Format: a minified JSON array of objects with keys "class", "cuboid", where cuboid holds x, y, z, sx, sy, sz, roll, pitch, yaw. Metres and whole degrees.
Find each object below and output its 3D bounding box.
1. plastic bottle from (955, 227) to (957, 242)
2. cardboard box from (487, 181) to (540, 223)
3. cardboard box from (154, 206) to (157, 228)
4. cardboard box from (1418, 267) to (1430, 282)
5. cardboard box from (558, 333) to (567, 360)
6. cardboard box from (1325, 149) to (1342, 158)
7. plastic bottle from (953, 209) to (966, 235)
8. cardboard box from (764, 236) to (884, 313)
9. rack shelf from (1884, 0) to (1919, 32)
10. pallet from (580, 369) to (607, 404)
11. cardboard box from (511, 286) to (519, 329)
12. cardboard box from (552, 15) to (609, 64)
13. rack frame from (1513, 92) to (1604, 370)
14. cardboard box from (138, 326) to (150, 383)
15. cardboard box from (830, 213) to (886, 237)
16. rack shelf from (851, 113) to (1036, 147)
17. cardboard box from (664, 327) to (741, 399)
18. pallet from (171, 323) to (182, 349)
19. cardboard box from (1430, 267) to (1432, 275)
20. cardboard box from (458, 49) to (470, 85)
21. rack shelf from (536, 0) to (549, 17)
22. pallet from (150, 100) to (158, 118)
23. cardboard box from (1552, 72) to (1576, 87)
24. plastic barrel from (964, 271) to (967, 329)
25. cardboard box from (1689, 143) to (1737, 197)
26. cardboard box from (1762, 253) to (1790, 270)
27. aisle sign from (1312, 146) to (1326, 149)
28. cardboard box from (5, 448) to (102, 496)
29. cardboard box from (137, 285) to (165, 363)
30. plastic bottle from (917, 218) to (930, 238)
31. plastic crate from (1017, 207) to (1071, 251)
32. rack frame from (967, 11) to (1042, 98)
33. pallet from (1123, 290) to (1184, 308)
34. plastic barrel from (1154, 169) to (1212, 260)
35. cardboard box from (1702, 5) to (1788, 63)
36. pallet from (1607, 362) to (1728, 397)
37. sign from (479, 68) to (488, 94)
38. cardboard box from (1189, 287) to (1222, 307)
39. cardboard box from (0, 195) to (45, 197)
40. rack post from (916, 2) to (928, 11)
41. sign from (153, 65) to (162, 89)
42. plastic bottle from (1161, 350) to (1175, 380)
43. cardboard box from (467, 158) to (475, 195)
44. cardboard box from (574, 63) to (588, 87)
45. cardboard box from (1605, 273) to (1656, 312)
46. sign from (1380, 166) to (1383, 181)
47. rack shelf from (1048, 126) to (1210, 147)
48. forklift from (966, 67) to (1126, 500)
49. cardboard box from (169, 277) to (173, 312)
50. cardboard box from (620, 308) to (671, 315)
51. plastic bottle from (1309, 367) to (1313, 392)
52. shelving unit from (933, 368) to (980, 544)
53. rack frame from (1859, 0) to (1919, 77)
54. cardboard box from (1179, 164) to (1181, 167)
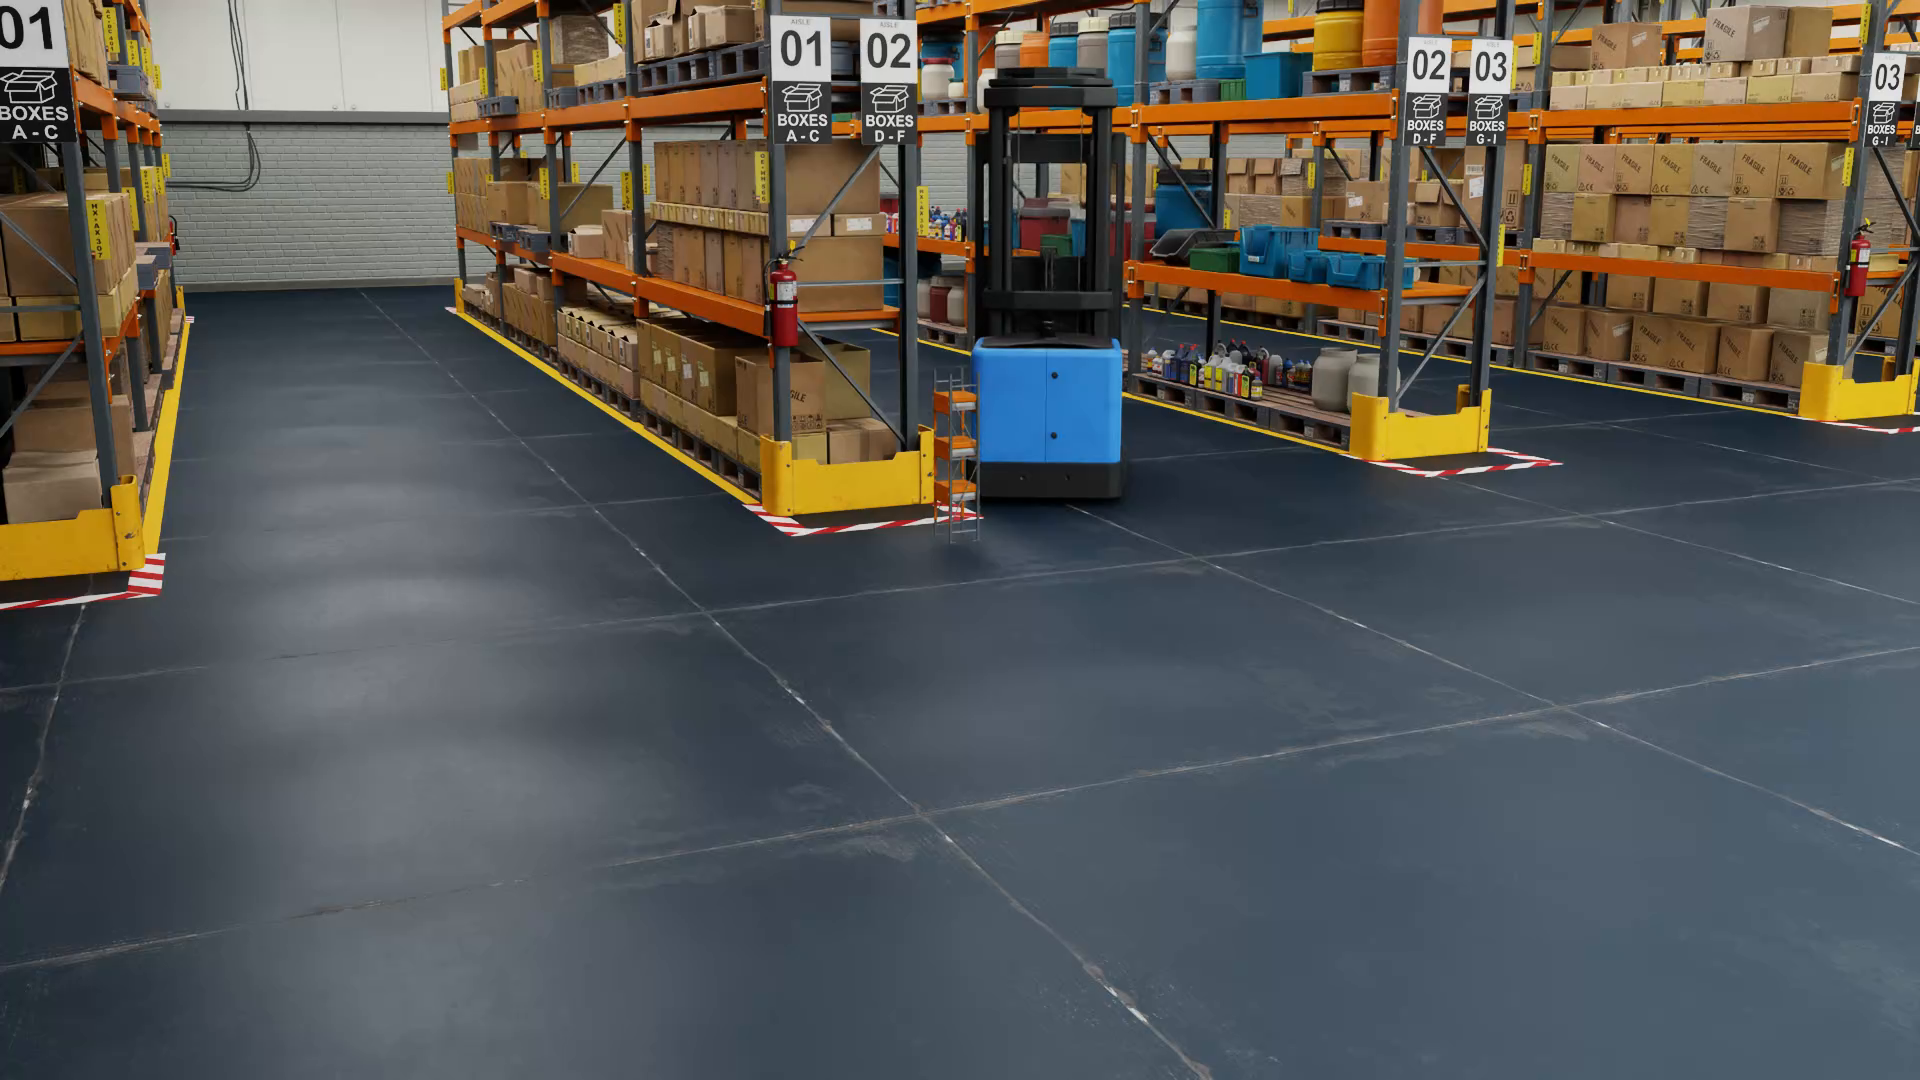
[{"class":"plastic bottle","cuboid":[-0.016,-3.781,20.493,0.097,0.201,0.097,0,13,0]},{"class":"cardboard box","cuboid":[-5.591,-4.322,21.238,0.700,0.500,0.500,-12,18,-42]},{"class":"cardboard box","cuboid":[-9.290,-3.660,18.606,0.500,0.500,0.500,-6,14,-23]},{"class":"cardboard box","cuboid":[5.623,-3.372,21.191,0.500,0.250,0.500,-4,14,-17]},{"class":"cardboard box","cuboid":[-4.033,-2.090,17.917,0.500,0.250,0.500,-6,14,-23]},{"class":"cardboard box","cuboid":[6.818,-6.685,29.503,0.500,0.500,0.500,-6,14,-24]},{"class":"plastic bottle","cuboid":[-0.012,-4.180,21.886,0.144,0.351,0.185,-6,14,-23]},{"class":"cardboard box","cuboid":[-0.944,-1.854,11.505,0.700,0.500,0.500,-6,14,-23]},{"class":"rack shelf","cuboid":[12.093,-5.819,18.038,1.077,0.370,4.000,-6,14,-23]},{"class":"pallet","cuboid":[-3.195,-1.576,16.713,1.003,0.211,1.213,-6,14,-23]},{"class":"cardboard box","cuboid":[-5.381,-2.952,21.040,0.500,0.500,0.500,-5,14,-22]},{"class":"cardboard box","cuboid":[-4.142,-5.448,18.166,0.500,0.500,0.500,-6,14,-23]},{"class":"rack frame","cuboid":[6.707,-3.428,18.528,1.000,3.000,0.127,-6,14,-23]},{"class":"cardboard box","cuboid":[-8.175,-1.765,15.909,0.700,0.500,0.500,-5,14,-22]},{"class":"cardboard box","cuboid":[-0.729,-2.173,11.445,0.380,0.149,0.250,-6,14,-23]},{"class":"rack shelf","cuboid":[-0.234,-5.331,21.694,1.077,0.370,4.000,-6,14,-23]},{"class":"cardboard box","cuboid":[-2.071,-1.433,13.415,0.500,0.500,0.500,-6,14,-23]},{"class":"pallet","cuboid":[-10.346,-2.544,20.894,1.003,0.211,1.213,-6,14,-23]},{"class":"cardboard box","cuboid":[8.052,-4.616,28.395,0.380,0.149,0.250,-6,14,-23]},{"class":"cardboard box","cuboid":[-6.834,-6.795,23.984,0.700,0.500,0.500,-6,14,-23]},{"class":"rack shelf","cuboid":[-3.172,-5.324,15.900,1.077,0.370,4.000,-6,14,-23]},{"class":"pallet","cuboid":[-11.409,-5.831,22.454,1.003,0.211,1.213,-6,14,-23]},{"class":"cardboard box","cuboid":[6.555,-4.915,17.751,0.380,0.149,0.250,-6,14,-25]},{"class":"plastic barrel","cuboid":[0.355,-3.054,20.793,0.600,0.830,0.708,-6,14,-23]},{"class":"cardboard box","cuboid":[7.459,-3.580,16.086,0.500,0.500,0.500,-6,14,-23]},{"class":"cardboard box","cuboid":[7.759,-2.618,15.586,0.380,0.149,0.250,-6,14,-23]},{"class":"aisle sign","cuboid":[6.731,-7.643,30.975,0.394,0.787,0.004,-6,14,-23]},{"class":"cardboard box","cuboid":[-5.729,-0.432,10.573,0.500,0.311,0.500,-4,14,-18]},{"class":"cardboard box","cuboid":[-8.685,-2.233,17.202,0.750,0.750,0.750,-6,14,-24]},{"class":"plastic bottle","cuboid":[-0.470,-4.101,21.545,0.144,0.351,0.185,-6,14,-23]},{"class":"plastic crate","cuboid":[0.934,-3.477,18.597,0.402,0.464,0.583,-6,14,-23]},{"class":"rack frame","cuboid":[0.567,-6.730,19.489,1.000,3.000,0.127,-6,14,-23]},{"class":"pallet","cuboid":[3.270,-3.886,26.693,1.003,0.211,1.213,-6,14,-23]},{"class":"plastic barrel","cuboid":[2.292,-3.332,17.002,0.600,0.901,0.708,-6,14,-23]},{"class":"cardboard box","cuboid":[7.457,-4.797,15.803,0.500,0.500,0.500,-6,14,-23]},{"class":"pallet","cuboid":[7.501,-1.681,17.166,1.003,0.211,1.213,-6,14,-23]},{"class":"sign","cuboid":[-6.070,-5.849,21.192,0.100,0.325,0.005,-6,14,-23]},{"class":"cardboard box","cuboid":[4.136,-3.935,24.501,1.225,0.875,0.875,-6,14,-25]},{"class":"cardboard box","cuboid":[-6.708,-2.164,11.695,0.500,0.500,0.500,-6,14,-23]},{"class":"rack post","cuboid":[-0.108,-6.906,21.359,0.937,0.300,0.954,-4,14,-17]},{"class":"sign","cuboid":[-11.213,-6.465,23.211,0.100,0.325,0.005,-6,14,-23]},{"class":"plastic bottle","cuboid":[2.050,-1.698,16.119,0.152,0.276,0.135,-5,14,-21]},{"class":"cardboard box","cuboid":[-6.625,-5.117,23.389,0.500,0.500,0.500,-6,14,-23]},{"class":"cardboard box","cuboid":[-3.740,-4.864,17.484,0.500,0.250,0.500,-7,15,-27]},{"class":"cardboard box","cuboid":[9.852,-3.656,23.572,1.050,0.750,0.750,-6,14,-24]},{"class":"sign","cuboid":[5.598,-4.831,22.197,0.100,0.325,0.005,-6,14,-23]},{"class":"rack shelf","cuboid":[2.701,-6.605,27.198,1.077,0.370,4.000,-6,14,-23]},{"class":"forklift","cuboid":[0.667,-1.986,12.451,1.130,2.935,3.031,1,13,3]},{"class":"cardboard box","cuboid":[-11.343,-3.416,23.090,0.700,0.500,0.500,-6,14,-23]},{"class":"cardboard box","cuboid":[-3.324,-2.306,17.603,0.500,0.311,0.500,-6,14,-24]},{"class":"plastic bottle","cuboid":[3.257,-1.496,15.230,0.061,0.283,0.133,-5,14,-22]},{"class":"shelving unit","cuboid":[-0.021,-0.523,10.299,0.215,1.050,0.252,-6,14,-23]},{"class":"rack frame","cuboid":[8.310,-5.524,14.281,1.000,3.000,0.127,-6,14,-23]},{"class":"cardboard box","cuboid":[3.545,-5.640,26.096,0.500,0.500,0.500,-6,14,-23]}]
